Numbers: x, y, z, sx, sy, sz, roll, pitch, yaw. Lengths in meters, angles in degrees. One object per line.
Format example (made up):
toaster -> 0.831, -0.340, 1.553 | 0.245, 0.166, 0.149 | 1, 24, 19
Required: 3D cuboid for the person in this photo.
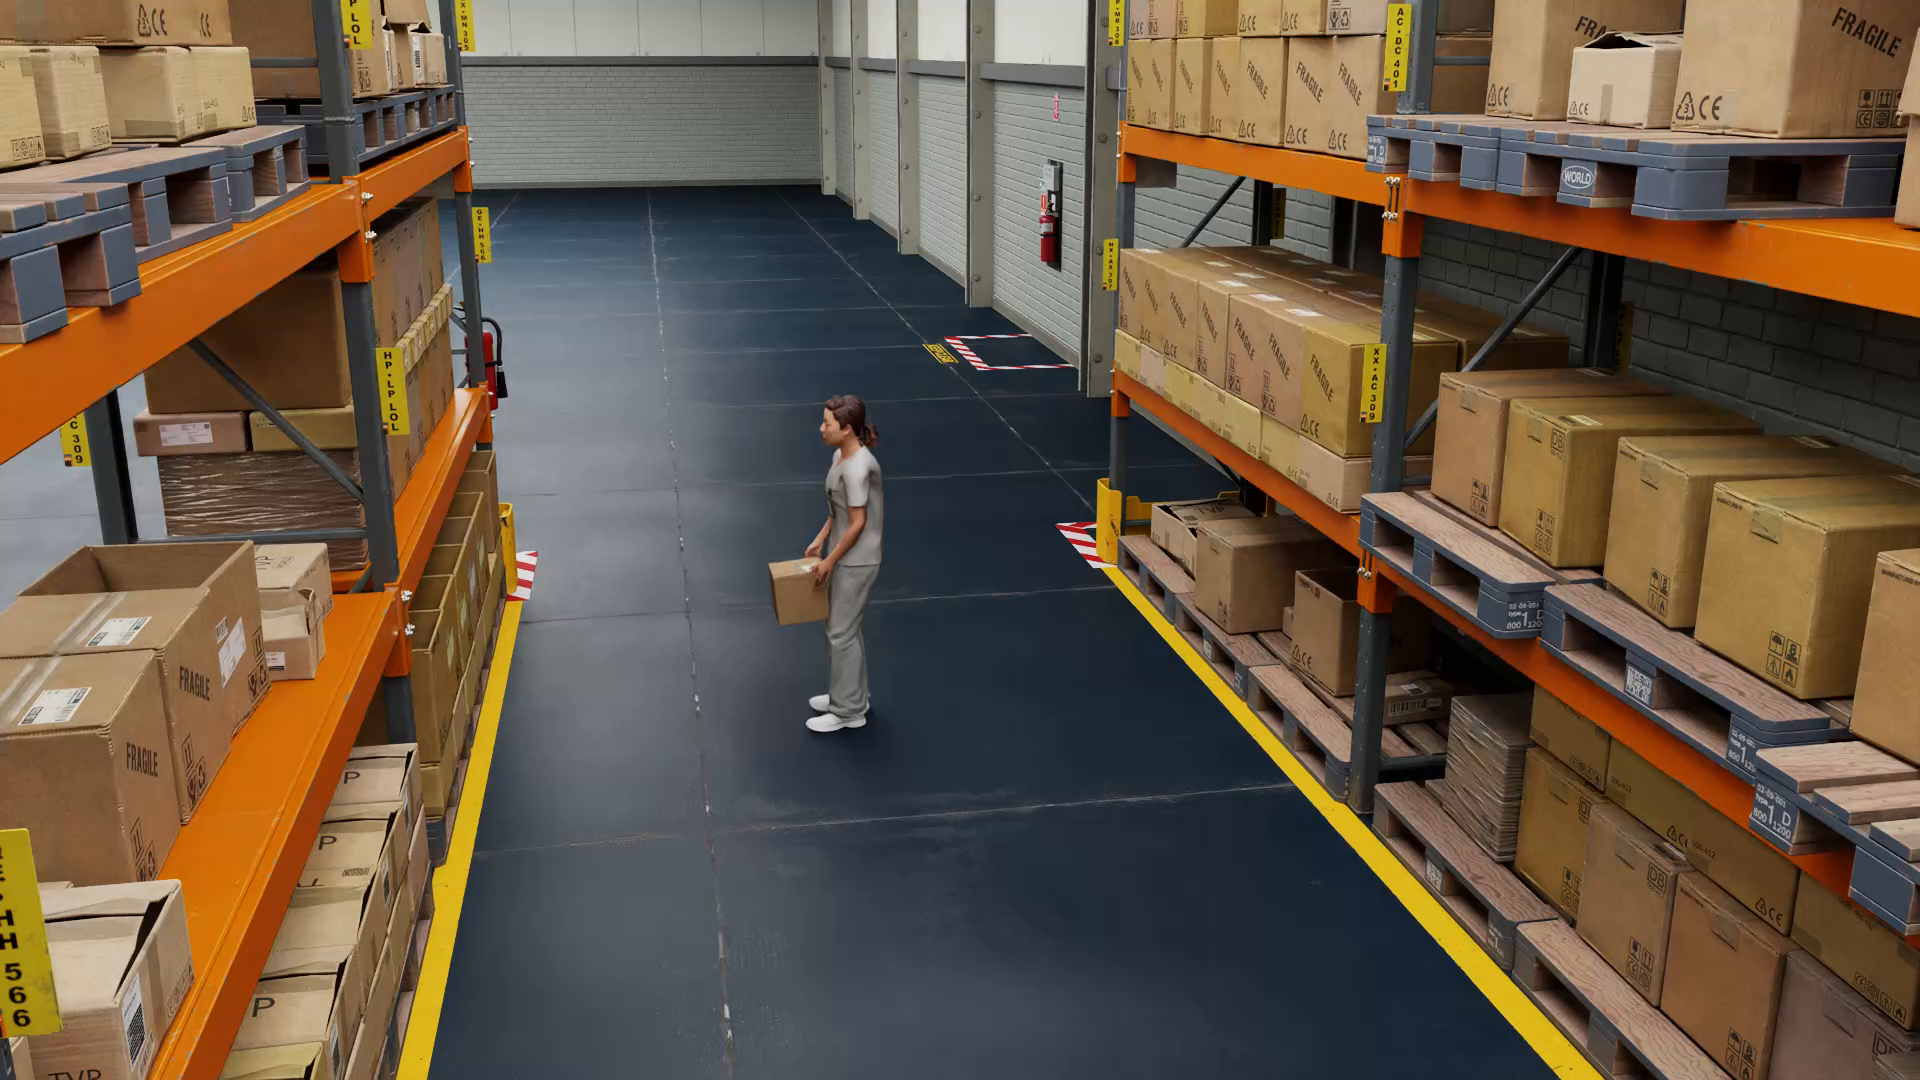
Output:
person -> -0.580, 0.109, 8.163 | 0.420, 1.676, 0.467 | -3, 17, -12
